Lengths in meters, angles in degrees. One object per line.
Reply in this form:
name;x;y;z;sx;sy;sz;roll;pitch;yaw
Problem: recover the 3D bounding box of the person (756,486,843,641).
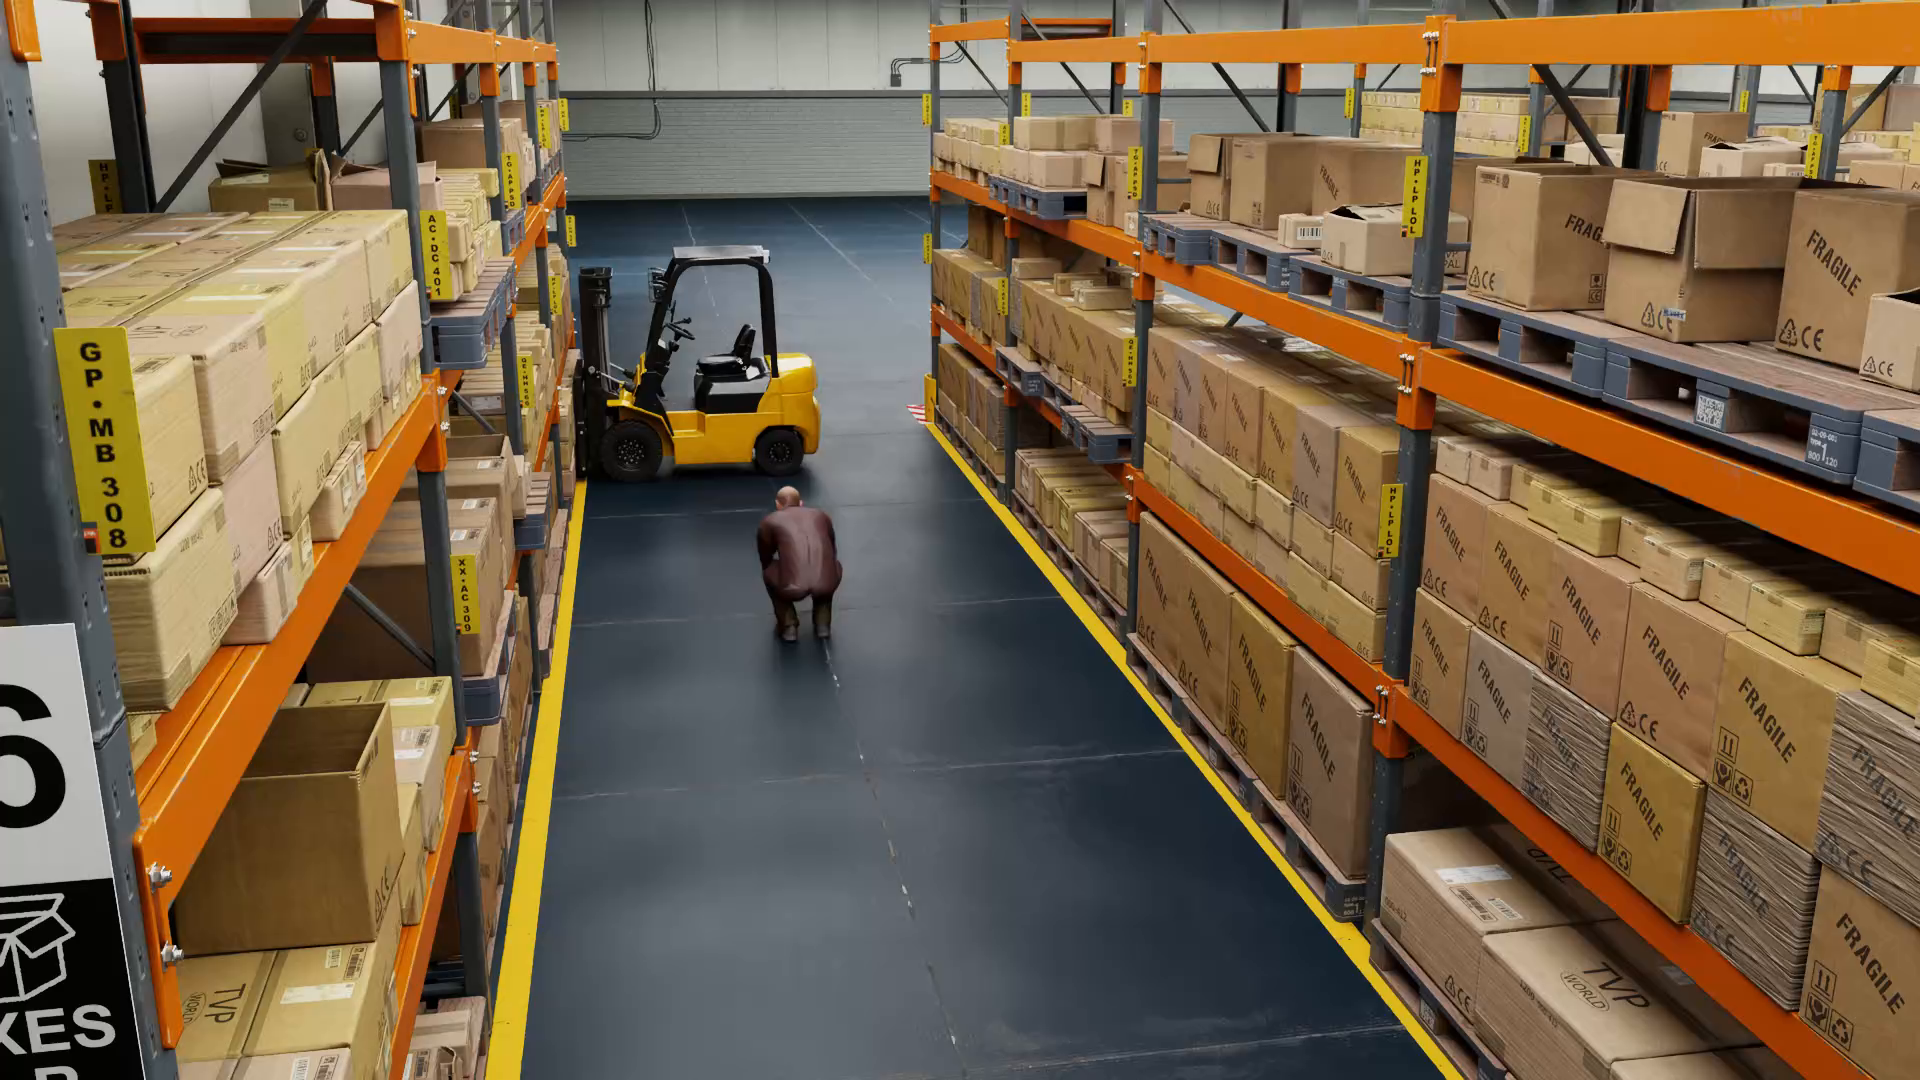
person;-1.147;0.160;11.920;0.607;0.997;0.894;-3;16;-10
